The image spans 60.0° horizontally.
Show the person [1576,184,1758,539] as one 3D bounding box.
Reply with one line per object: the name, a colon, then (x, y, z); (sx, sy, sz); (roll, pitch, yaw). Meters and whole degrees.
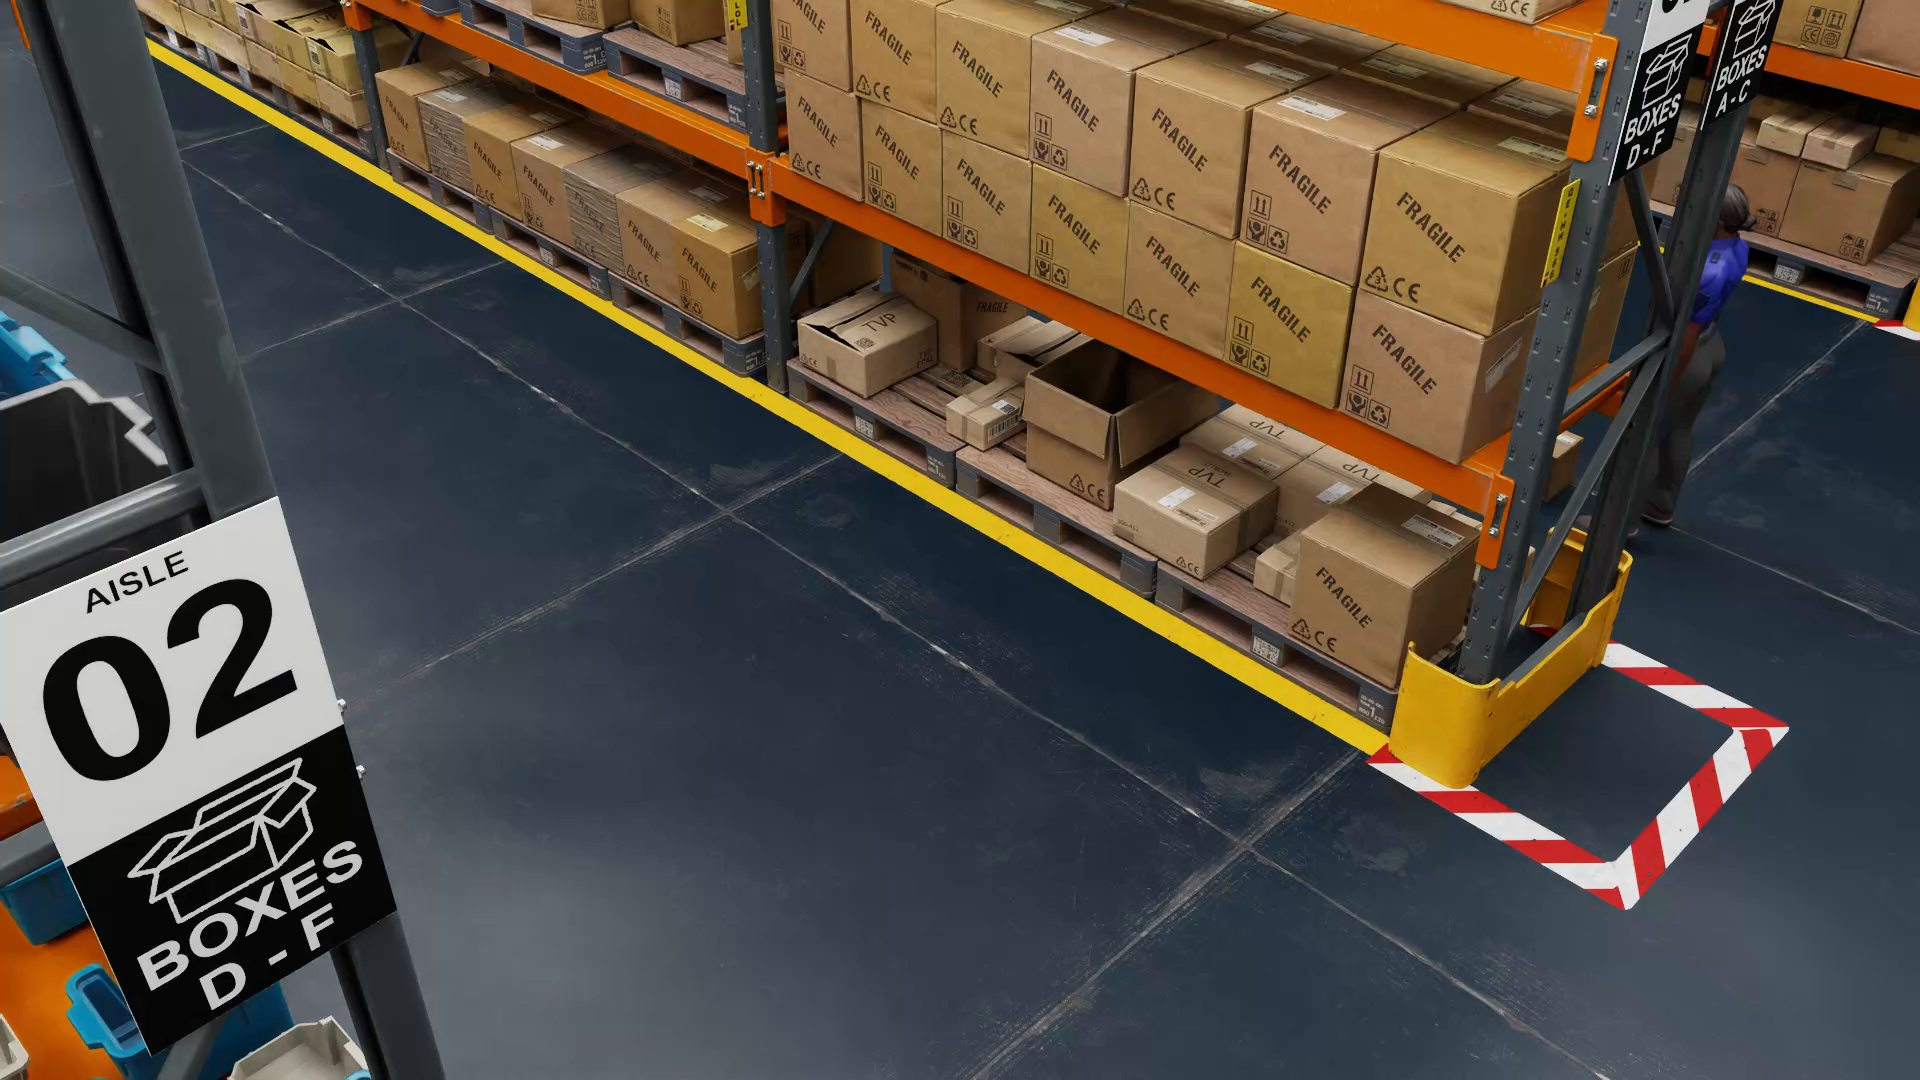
person: (3.098, -0.768, 7.244); (0.377, 1.698, 0.463); (26, 43, 31)
